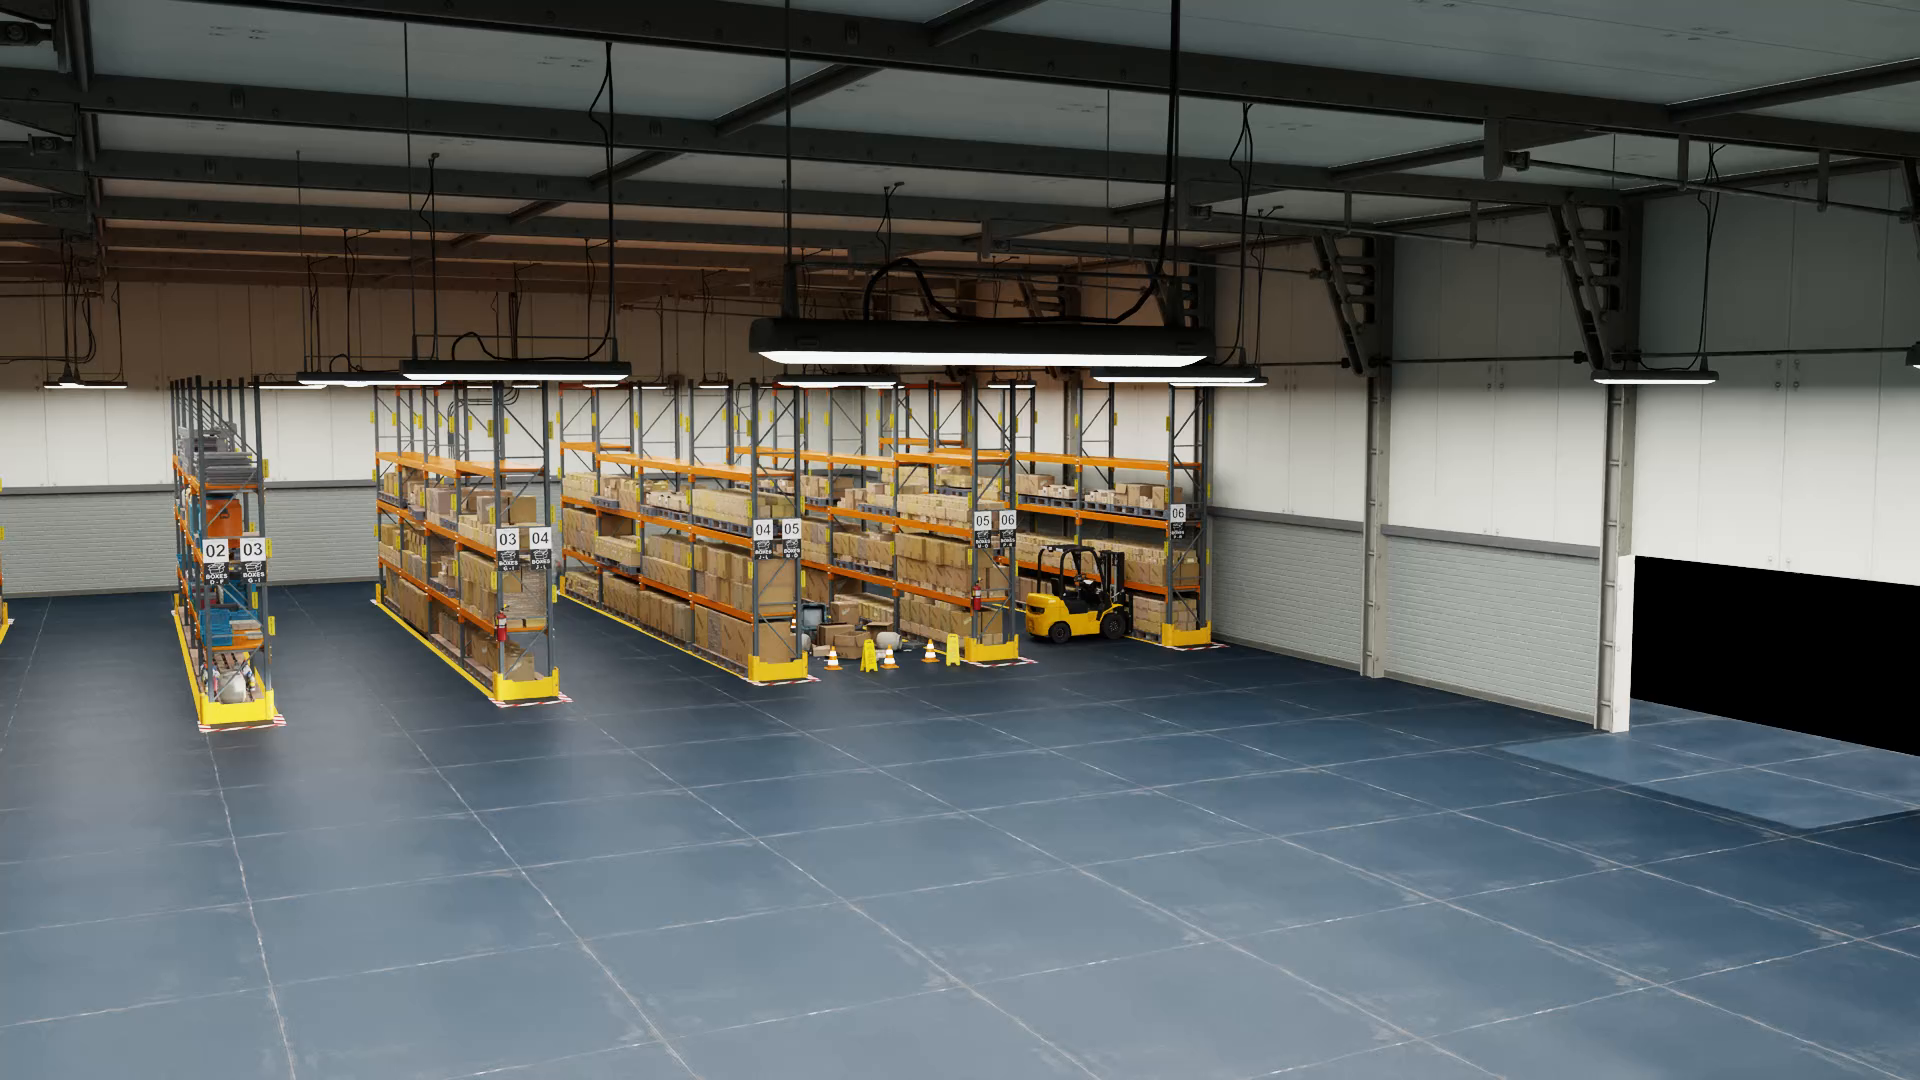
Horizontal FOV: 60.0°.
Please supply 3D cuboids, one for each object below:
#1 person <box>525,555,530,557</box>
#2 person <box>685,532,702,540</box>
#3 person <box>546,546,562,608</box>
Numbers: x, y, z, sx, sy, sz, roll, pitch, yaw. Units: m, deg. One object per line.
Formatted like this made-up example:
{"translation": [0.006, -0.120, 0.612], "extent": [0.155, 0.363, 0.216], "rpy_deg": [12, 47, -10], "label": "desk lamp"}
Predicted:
{"translation": [-12.125, 0.826, 46.052], "extent": [0.607, 1.716, 0.752], "rpy_deg": [-3, 6, -26], "label": "person"}
{"translation": [-8.208, 0.367, 50.414], "extent": [0.709, 1.809, 0.698], "rpy_deg": [-2, 5, -22], "label": "person"}
{"translation": [-10.660, 1.004, 43.218], "extent": [0.616, 1.852, 0.783], "rpy_deg": [-2, 5, -22], "label": "person"}
